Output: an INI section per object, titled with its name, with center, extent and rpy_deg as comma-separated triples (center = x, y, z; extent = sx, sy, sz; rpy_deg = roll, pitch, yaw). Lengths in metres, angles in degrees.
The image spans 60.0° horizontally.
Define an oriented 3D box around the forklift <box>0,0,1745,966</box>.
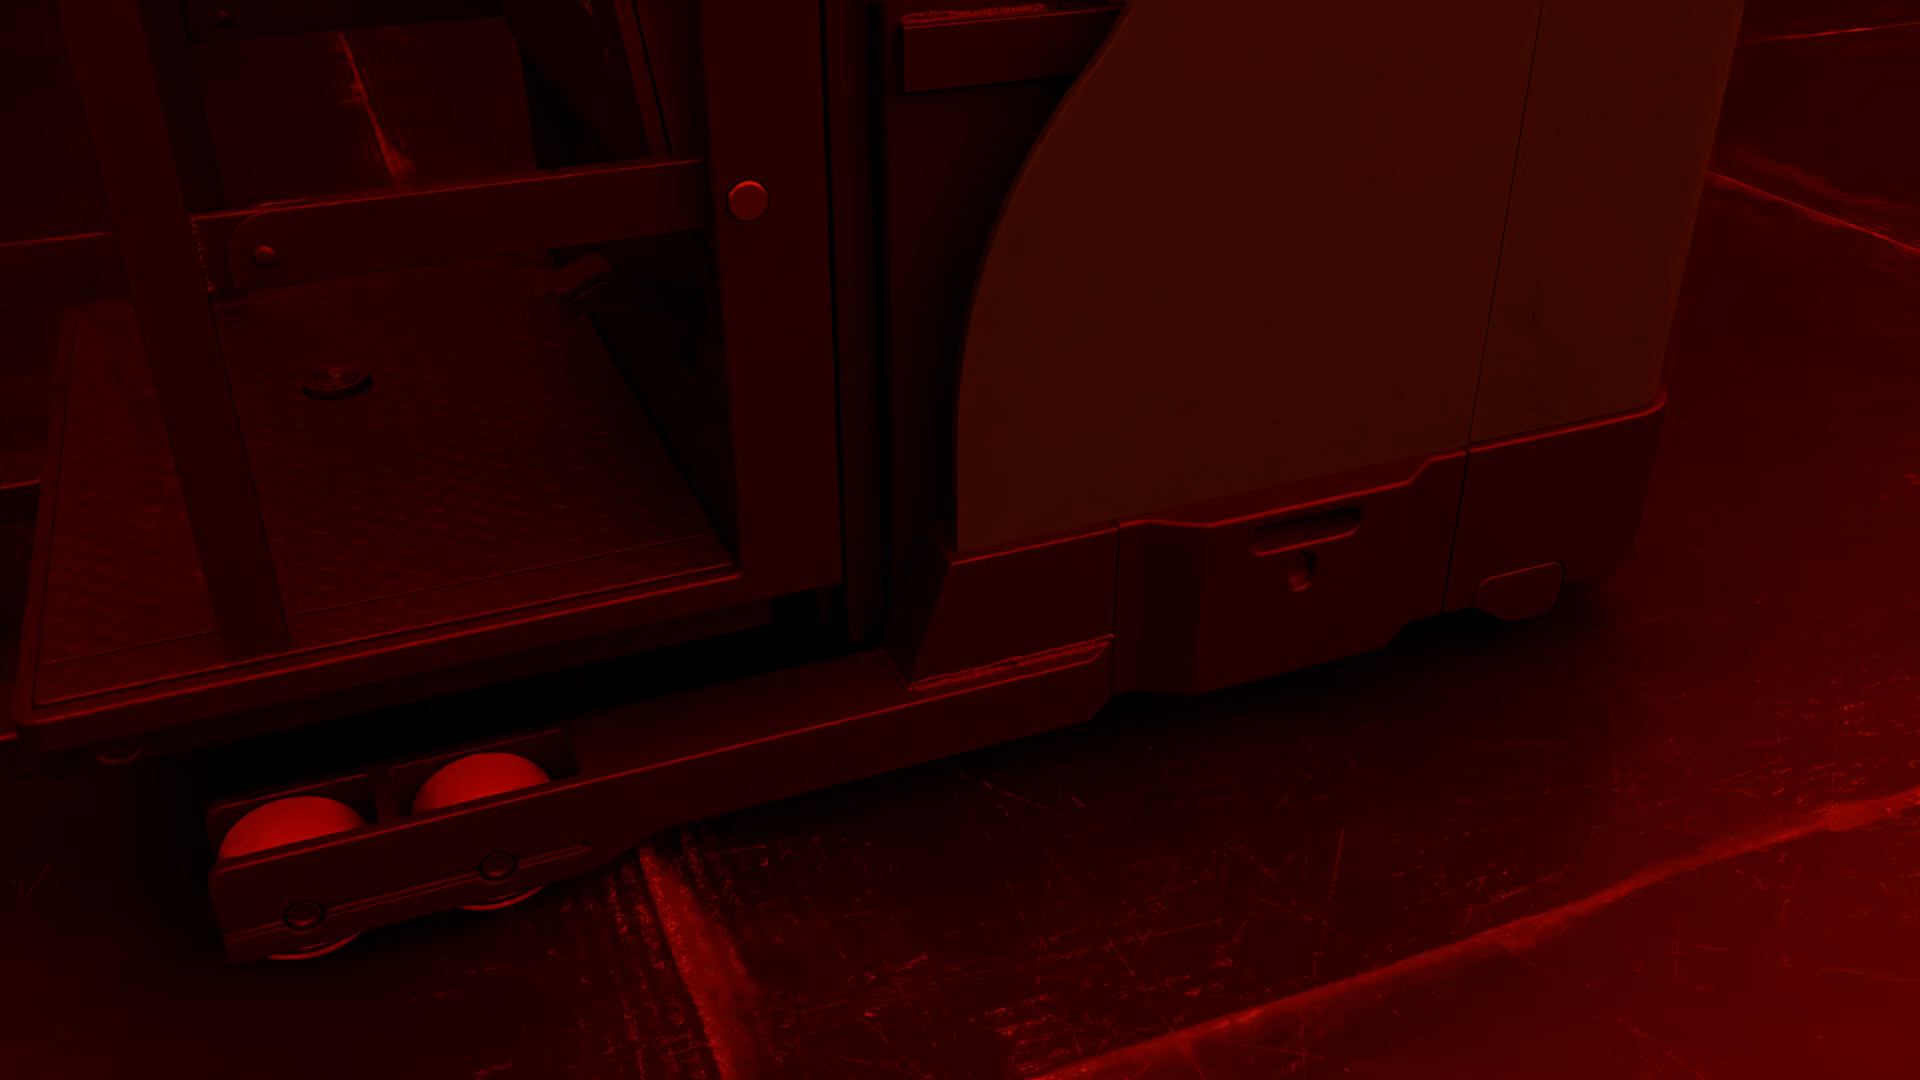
[forklift]
center = -0.619, -1.134, 1.530
extent = 3.031, 2.935, 1.130
rpy_deg = -12, 32, -20
